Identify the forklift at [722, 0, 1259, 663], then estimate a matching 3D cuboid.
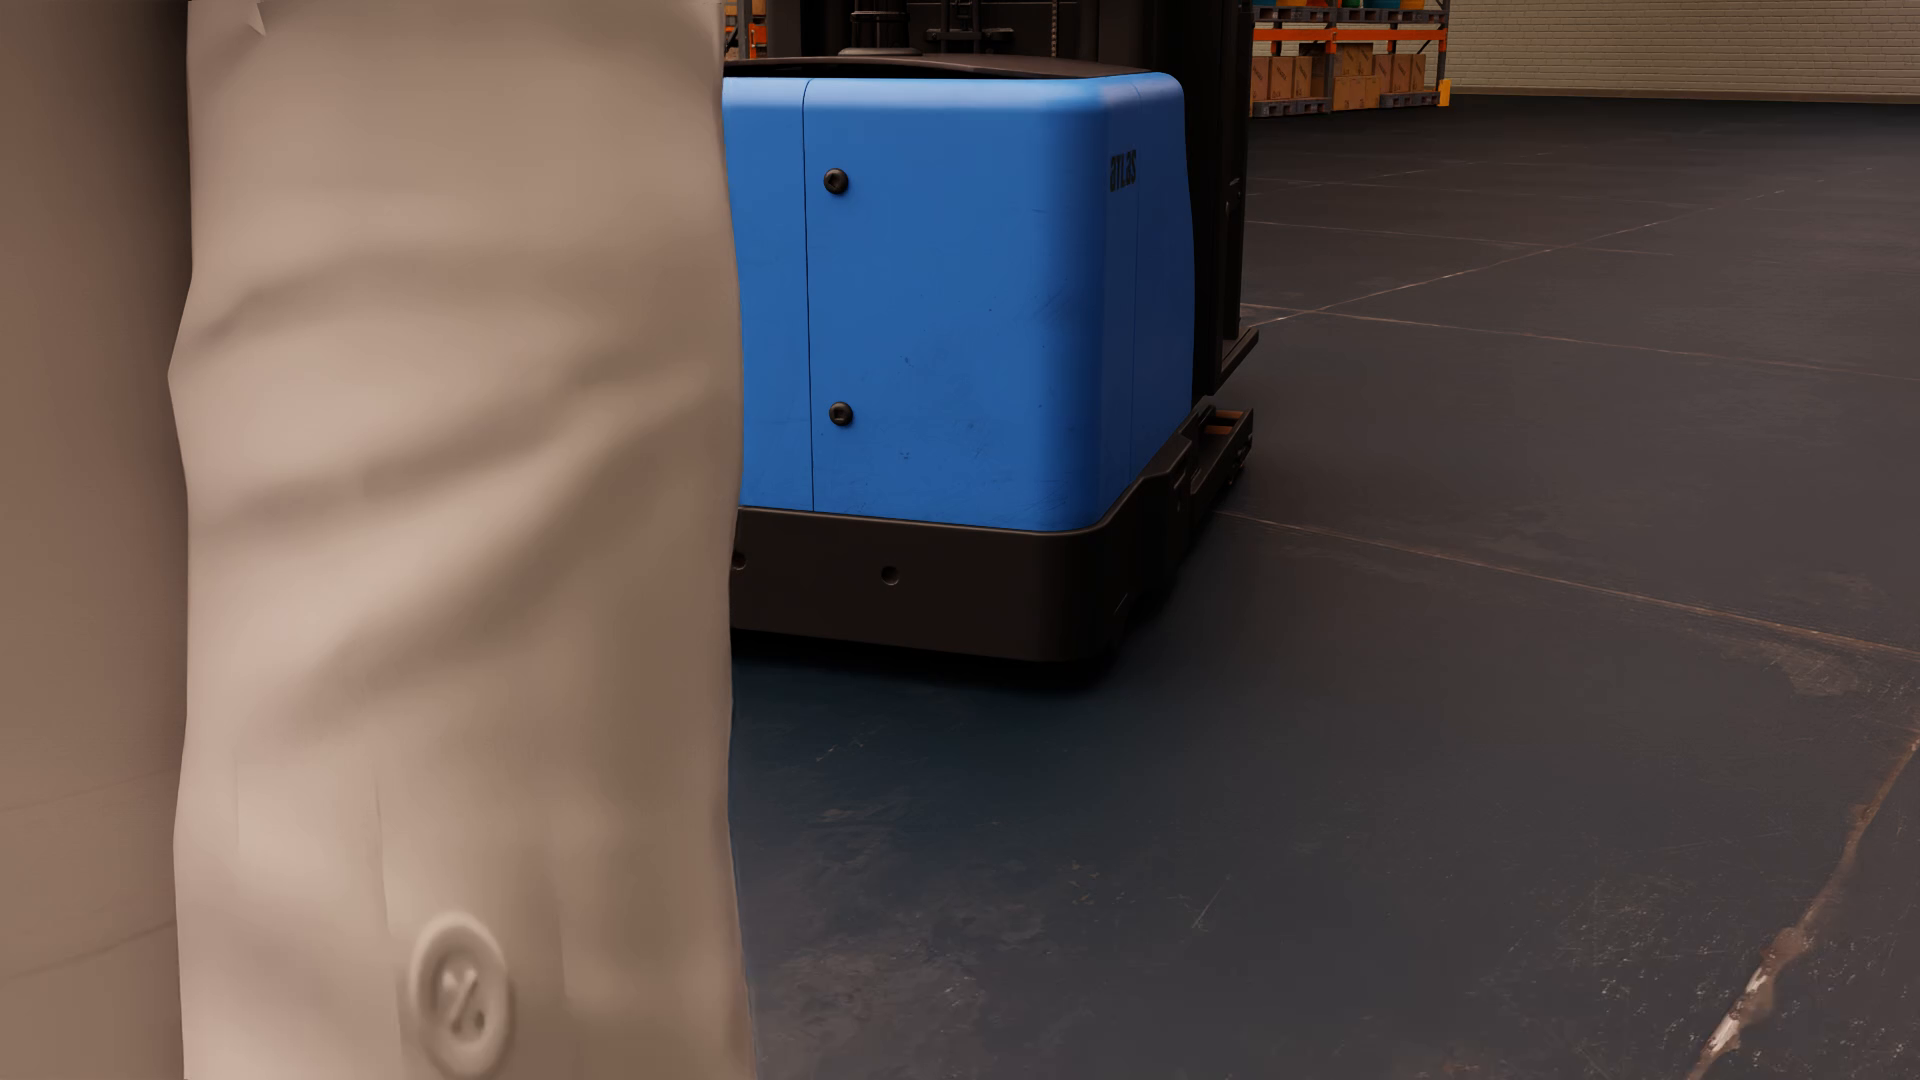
[{"bbox_3d":[0.182,-1.571,4.072,1.130,2.935,3.031,5,18,17],"label":"forklift"}]
